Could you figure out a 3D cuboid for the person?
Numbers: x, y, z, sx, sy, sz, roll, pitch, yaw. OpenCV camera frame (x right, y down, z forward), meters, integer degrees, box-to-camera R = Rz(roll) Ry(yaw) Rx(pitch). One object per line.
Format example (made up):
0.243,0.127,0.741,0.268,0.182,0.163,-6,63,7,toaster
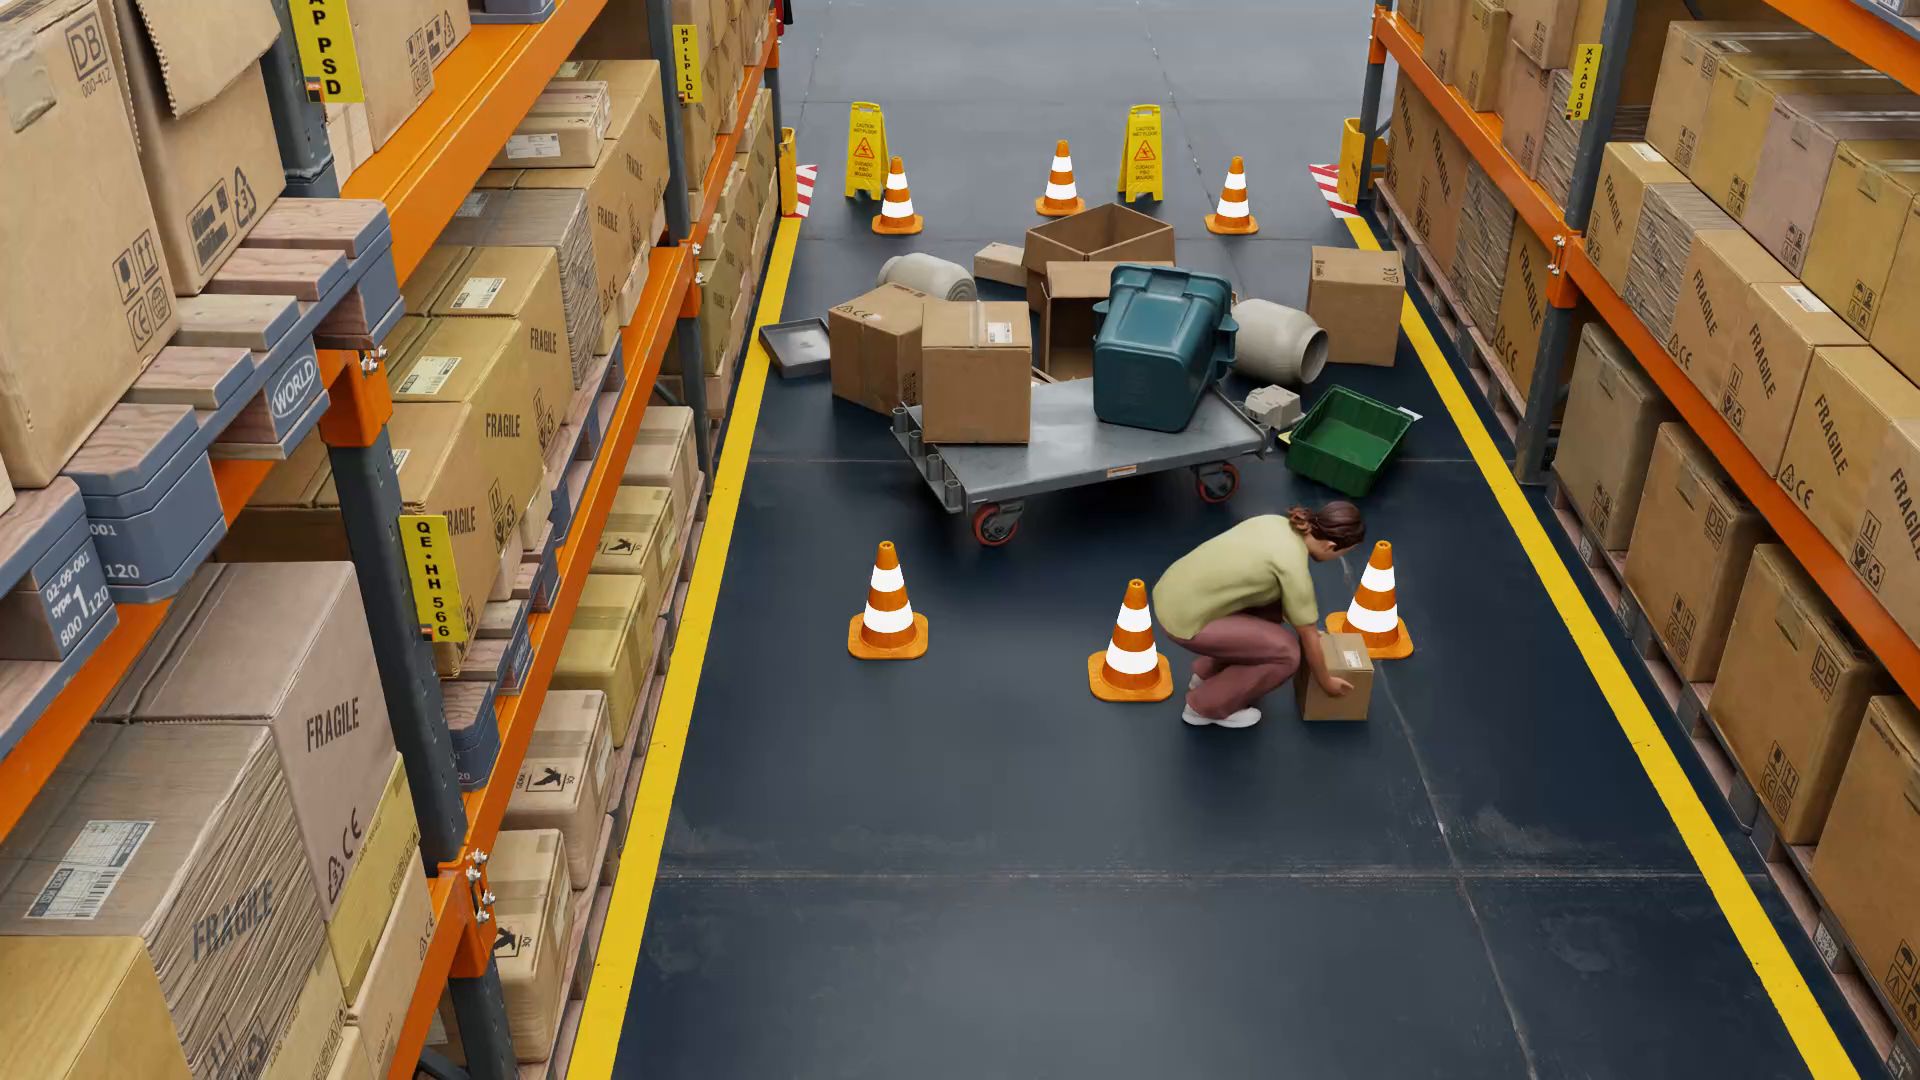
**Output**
1.143,0.264,6.459,0.798,0.891,0.489,0,32,0,person
